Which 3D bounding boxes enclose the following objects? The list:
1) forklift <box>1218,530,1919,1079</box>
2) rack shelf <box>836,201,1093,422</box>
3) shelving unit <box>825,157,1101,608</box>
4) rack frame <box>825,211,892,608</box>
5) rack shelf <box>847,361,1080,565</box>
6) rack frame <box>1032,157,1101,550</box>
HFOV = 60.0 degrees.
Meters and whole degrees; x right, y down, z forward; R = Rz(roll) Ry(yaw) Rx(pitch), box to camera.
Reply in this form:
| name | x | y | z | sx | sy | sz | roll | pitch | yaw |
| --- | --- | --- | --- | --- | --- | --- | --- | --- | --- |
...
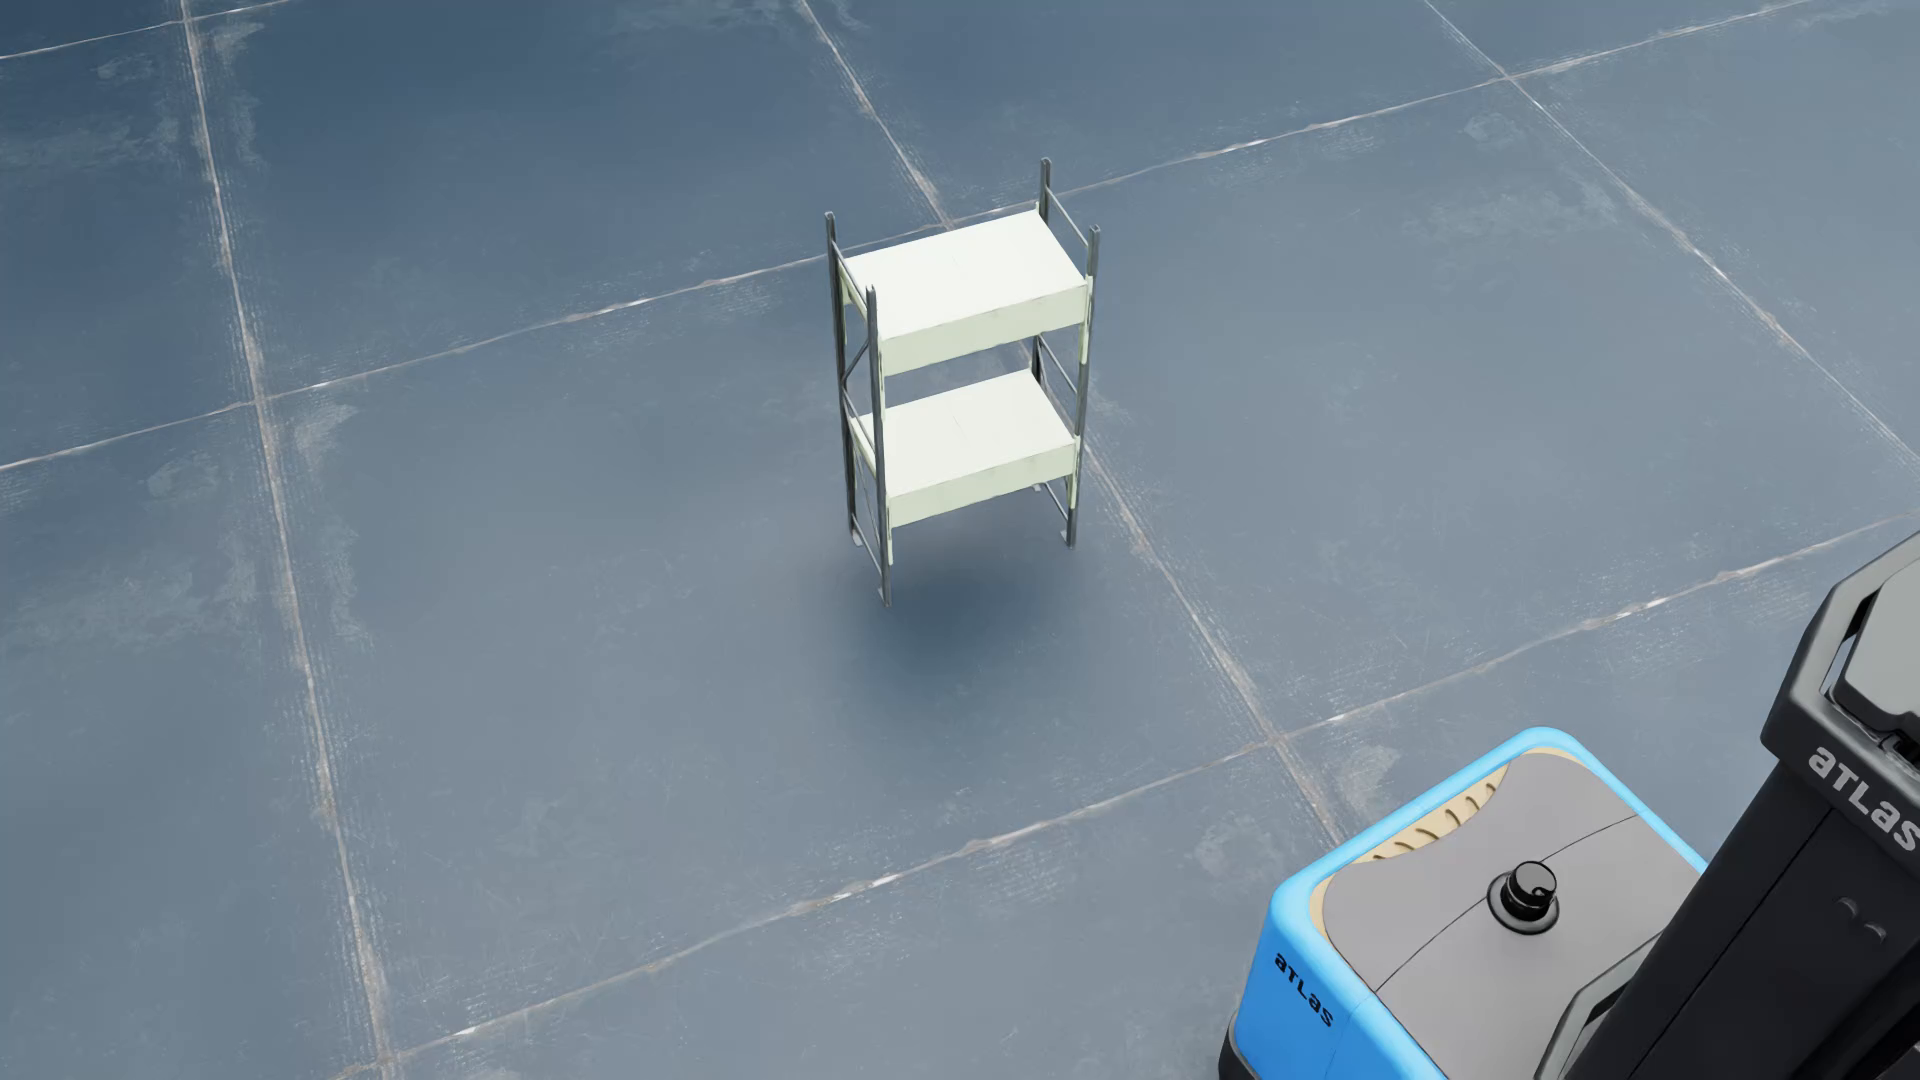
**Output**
| name | x | y | z | sx | sy | sz | roll | pitch | yaw |
| --- | --- | --- | --- | --- | --- | --- | --- | --- | --- |
| forklift | 1.972 | 1.357 | 3.152 | 1.130 | 2.935 | 3.031 | -26 | 54 | -21 |
| rack shelf | 0.006 | -0.745 | 5.387 | 0.720 | 0.370 | 0.431 | -17 | 52 | -14 |
| shelving unit | 0.006 | -0.491 | 5.683 | 0.755 | 1.500 | 0.431 | -17 | 52 | -14 |
| rack frame | -0.333 | -0.386 | 5.593 | 0.023 | 1.500 | 0.400 | -17 | 52 | -14 |
| rack shelf | 0.006 | -0.278 | 5.930 | 0.720 | 0.370 | 0.431 | -17 | 52 | -14 |
| rack frame | 0.345 | -0.596 | 5.773 | 0.023 | 1.500 | 0.400 | -17 | 52 | -14 |
